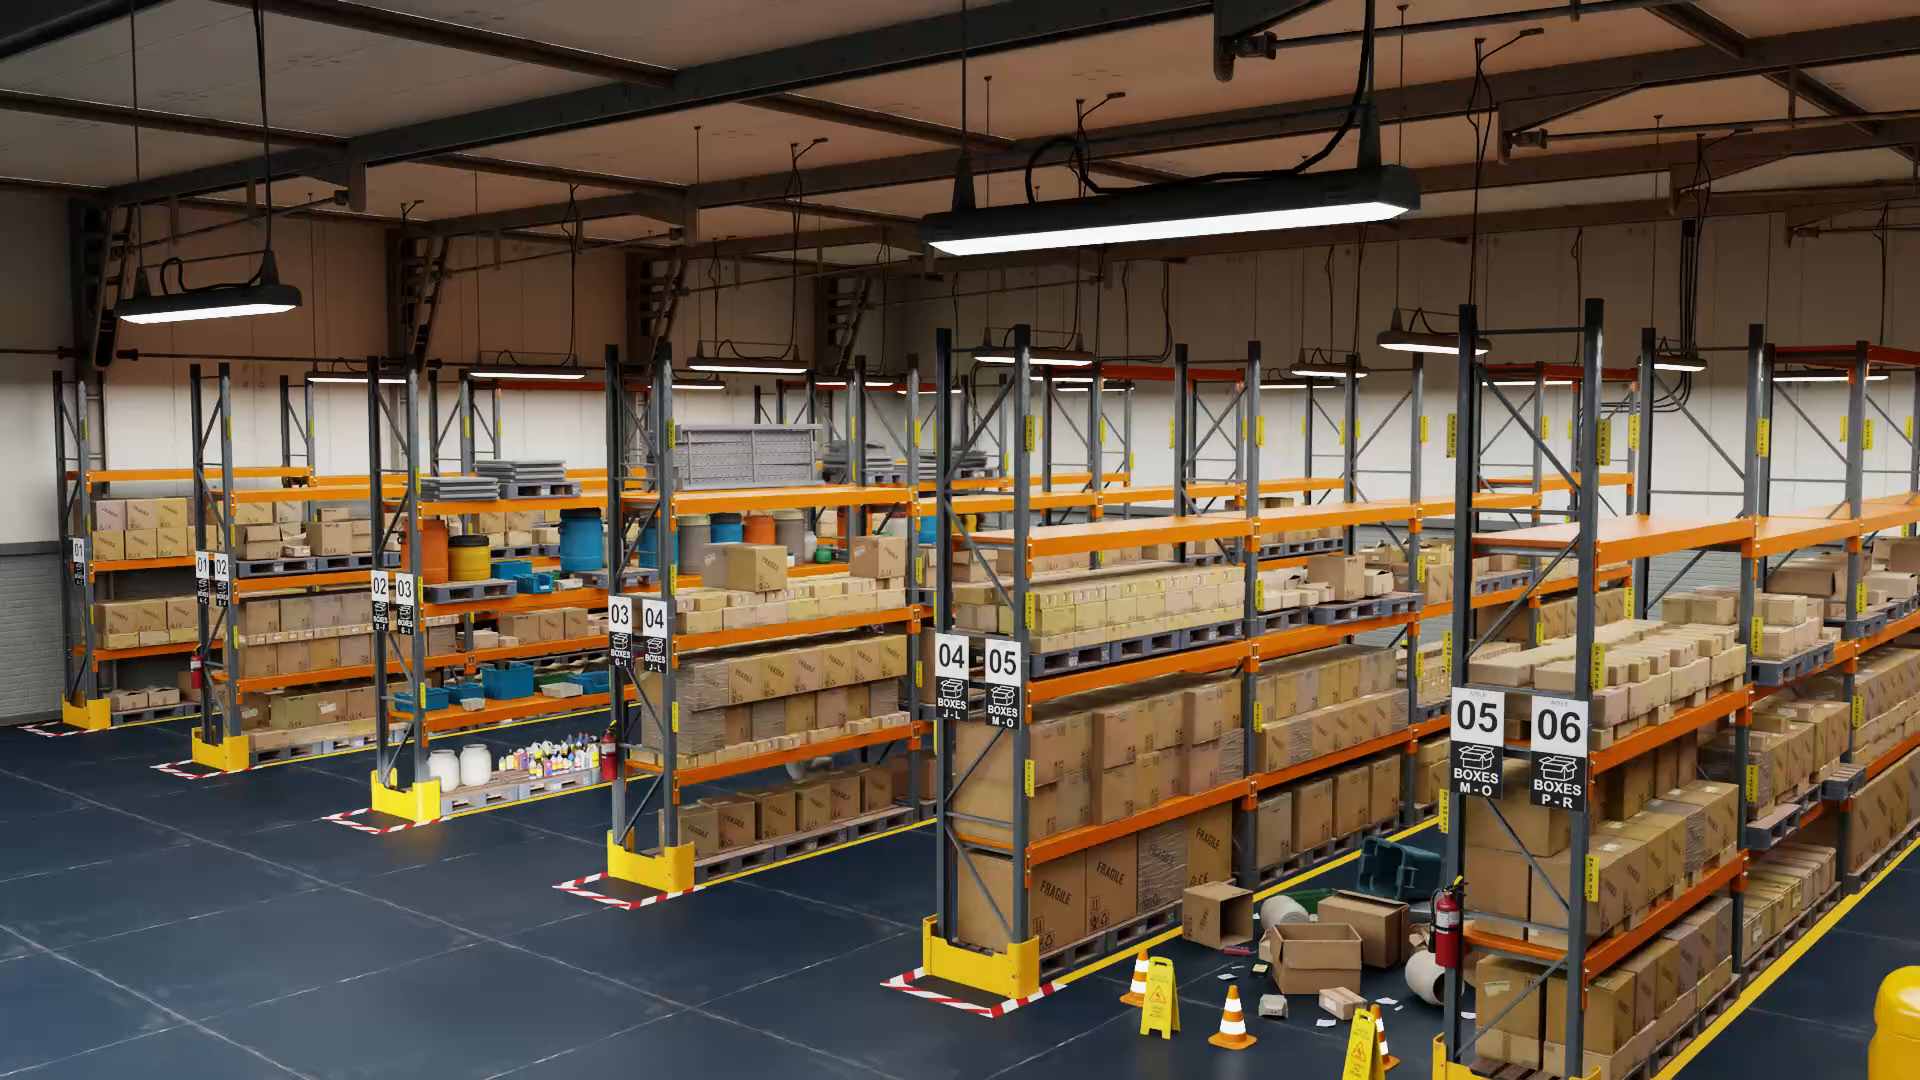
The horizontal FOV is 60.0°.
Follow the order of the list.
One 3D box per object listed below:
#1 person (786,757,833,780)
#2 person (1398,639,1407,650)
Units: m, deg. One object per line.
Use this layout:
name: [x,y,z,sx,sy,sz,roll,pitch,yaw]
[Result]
person: [-2.095,2.661,22.895,0.682,1.738,0.657,3,5,37]
person: [7.001,2.416,26.078,0.639,1.729,0.712,-3,5,-40]
